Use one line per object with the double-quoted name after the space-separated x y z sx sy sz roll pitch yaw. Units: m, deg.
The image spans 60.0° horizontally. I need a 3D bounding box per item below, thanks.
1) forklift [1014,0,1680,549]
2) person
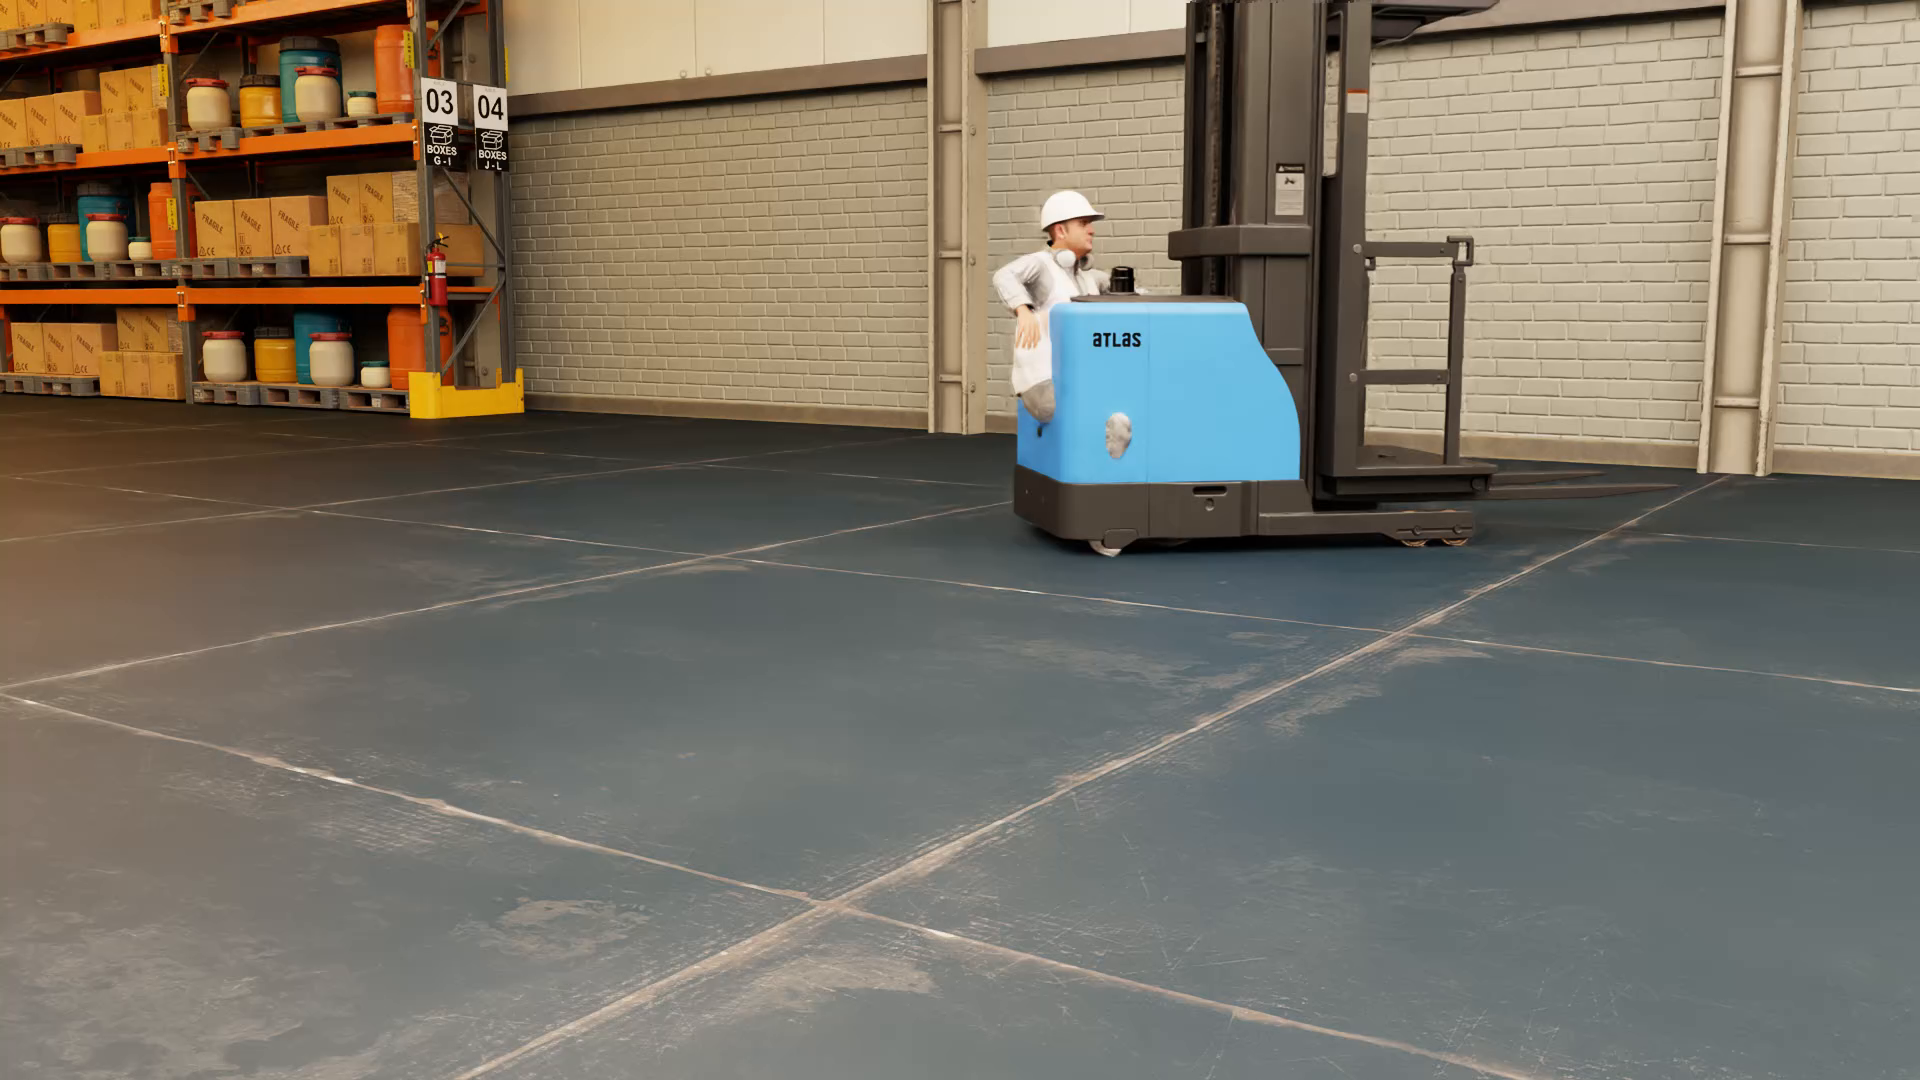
1.828 -1.489 7.665 3.031 2.935 1.130 -2 8 -11 "forklift"
0.593 -0.740 7.294 0.795 1.576 1.093 6 10 34 "person"
